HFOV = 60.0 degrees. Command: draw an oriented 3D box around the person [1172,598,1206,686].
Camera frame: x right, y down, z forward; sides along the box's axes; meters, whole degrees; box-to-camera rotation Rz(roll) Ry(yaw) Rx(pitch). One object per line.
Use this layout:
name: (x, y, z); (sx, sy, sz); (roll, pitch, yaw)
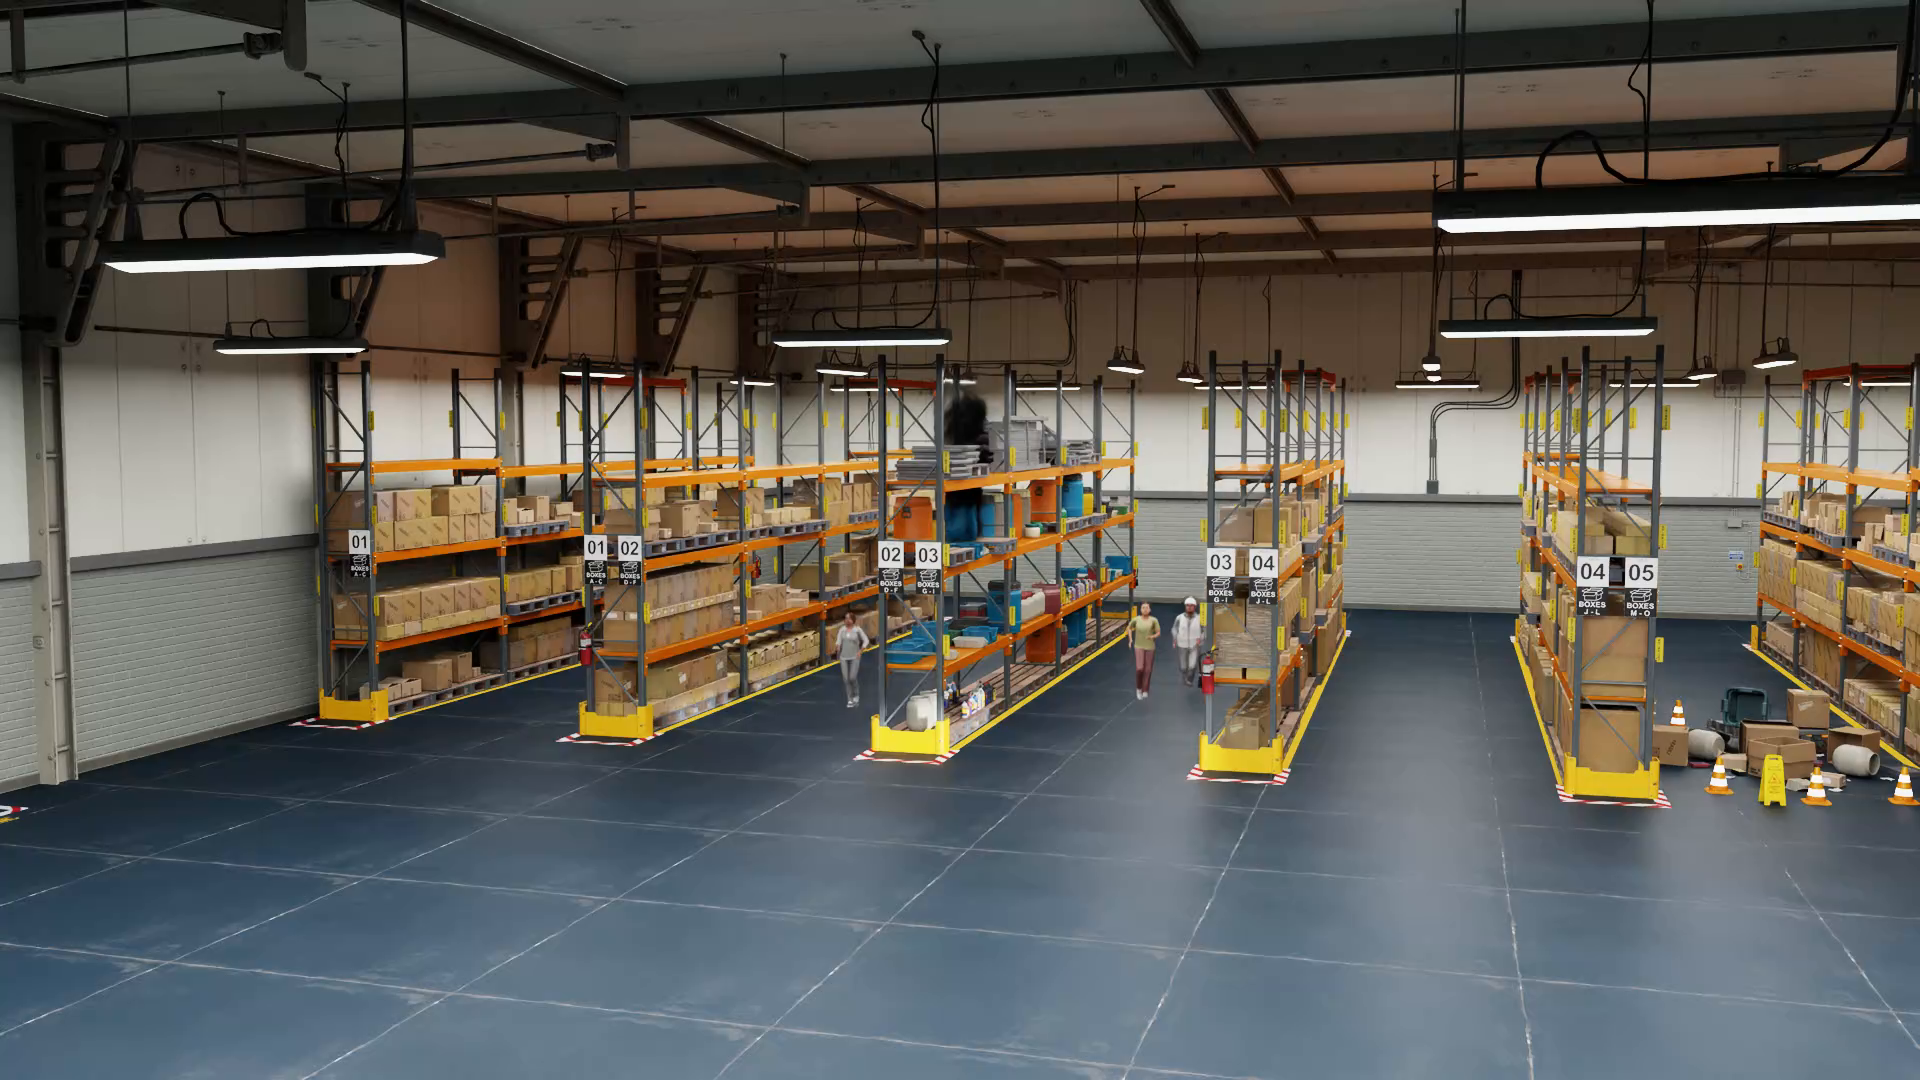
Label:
person: (4.084, 1.819, 29.542); (0.672, 1.592, 0.630); (1, 4, 13)

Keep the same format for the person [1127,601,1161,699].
person: (3.126, 1.871, 28.211); (0.560, 1.669, 0.610); (0, 4, 3)

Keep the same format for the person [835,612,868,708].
person: (-1.808, 1.979, 27.265); (0.524, 1.587, 0.543); (1, 4, 12)
